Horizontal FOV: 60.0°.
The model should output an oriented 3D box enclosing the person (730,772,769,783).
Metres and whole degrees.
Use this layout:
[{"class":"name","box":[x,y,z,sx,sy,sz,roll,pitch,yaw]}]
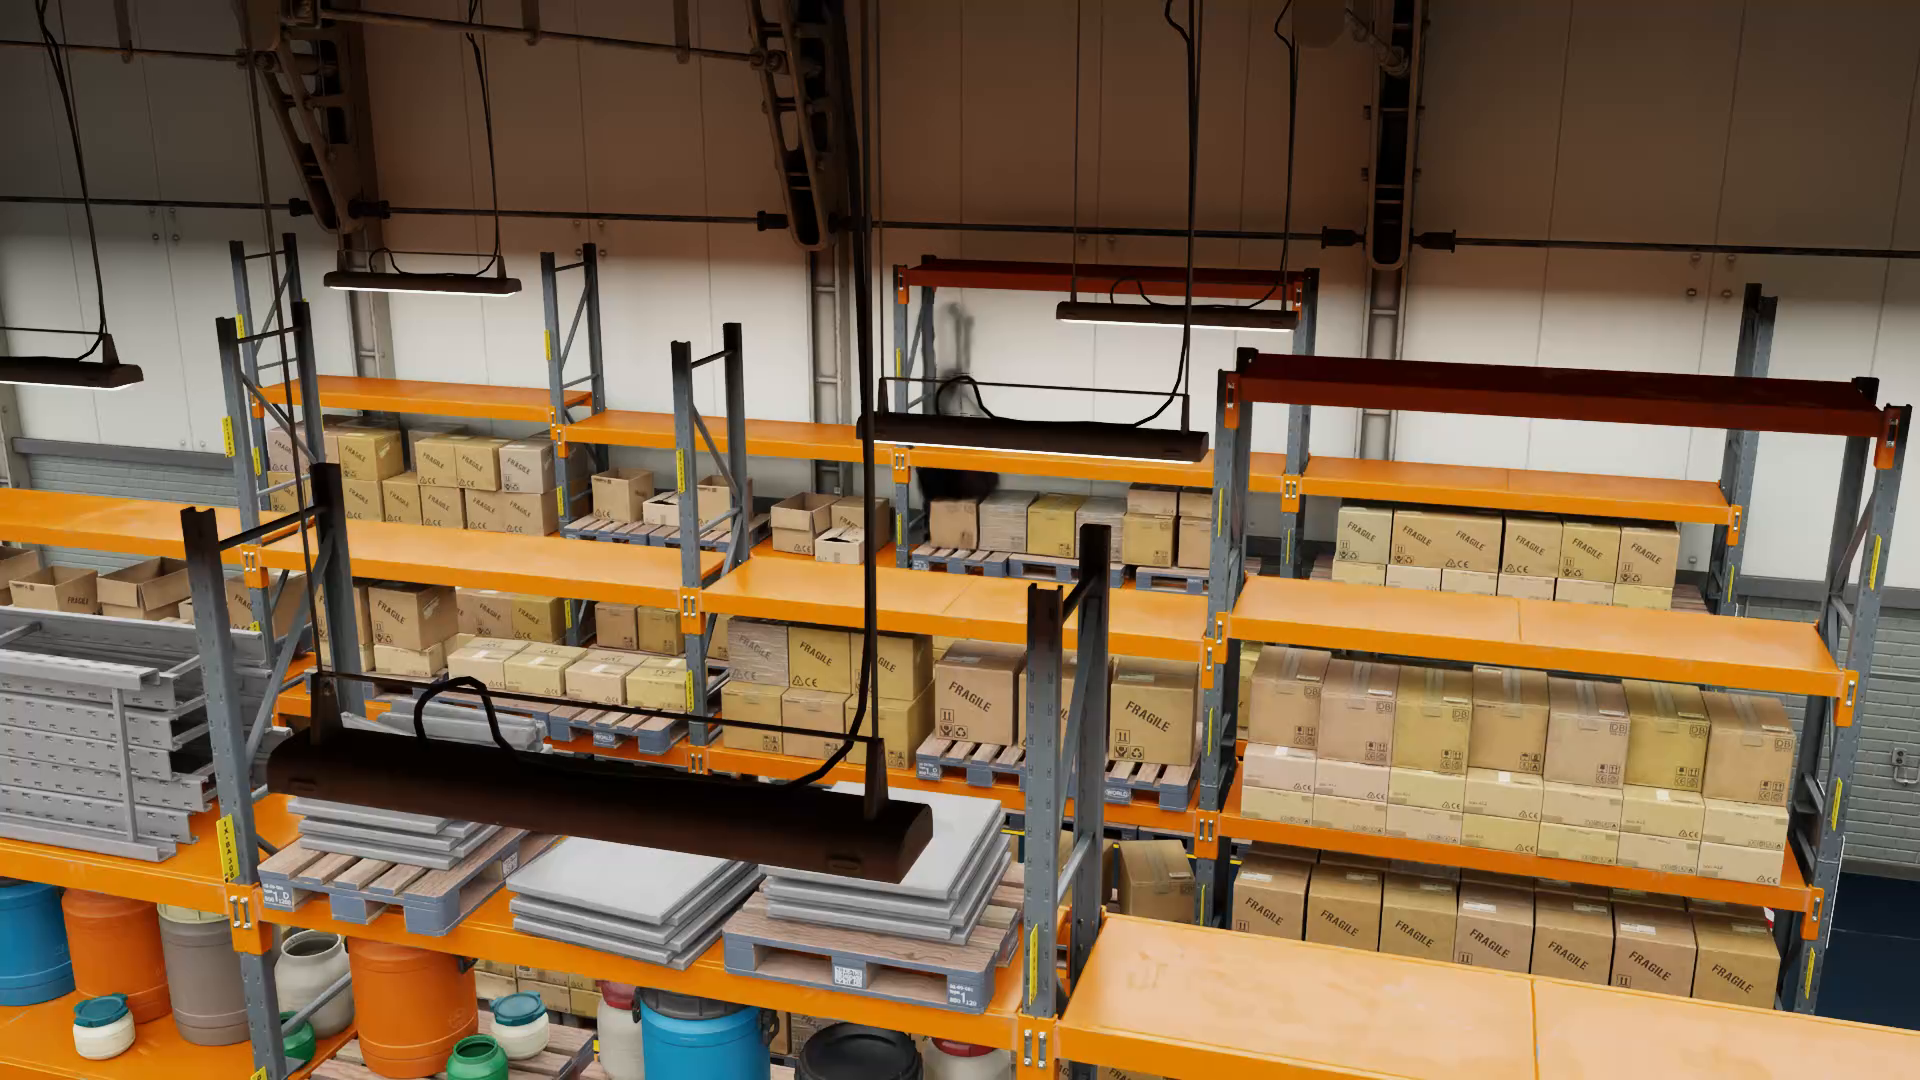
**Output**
[{"class":"person","box":[-2.110,2.539,16.825,0.766,1.774,0.898,6,17,20]}]
